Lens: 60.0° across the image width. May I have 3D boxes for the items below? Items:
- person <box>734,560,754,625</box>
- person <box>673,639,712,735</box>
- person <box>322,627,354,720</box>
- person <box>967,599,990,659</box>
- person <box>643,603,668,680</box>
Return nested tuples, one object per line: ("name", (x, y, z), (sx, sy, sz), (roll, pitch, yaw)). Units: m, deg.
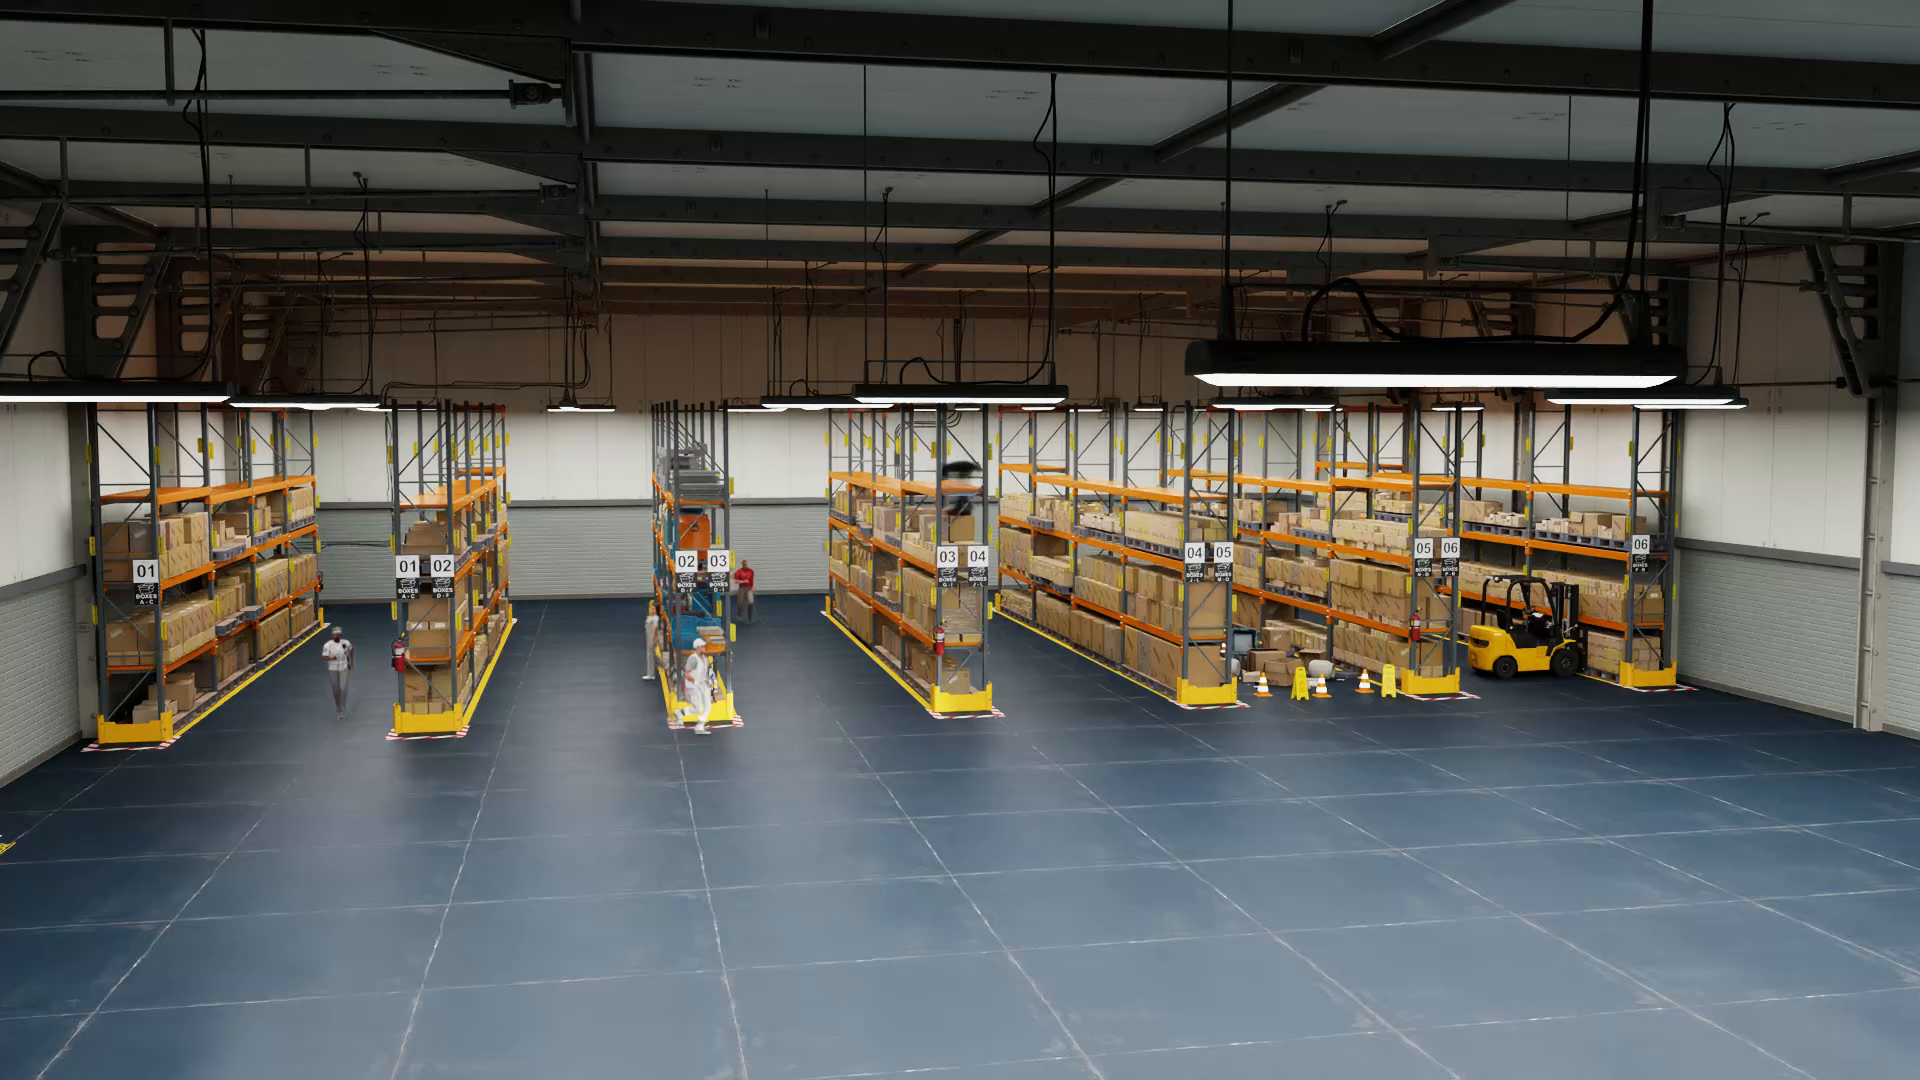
("person", (-5.883, 1.443, 45.482), (0.634, 1.797, 0.874), (-2, 5, -25))
("person", (-4.771, 2.620, 29.757), (0.739, 1.725, 0.628), (2, 5, 21))
("person", (-11.797, 2.495, 31.554), (0.525, 1.735, 0.861), (-1, 4, -13))
("person", (0.413, 2.023, 39.425), (0.617, 1.553, 0.965), (-2, 5, -25))
("person", (-6.618, 2.181, 36.058), (0.637, 1.652, 0.687), (-2, 5, -24))
